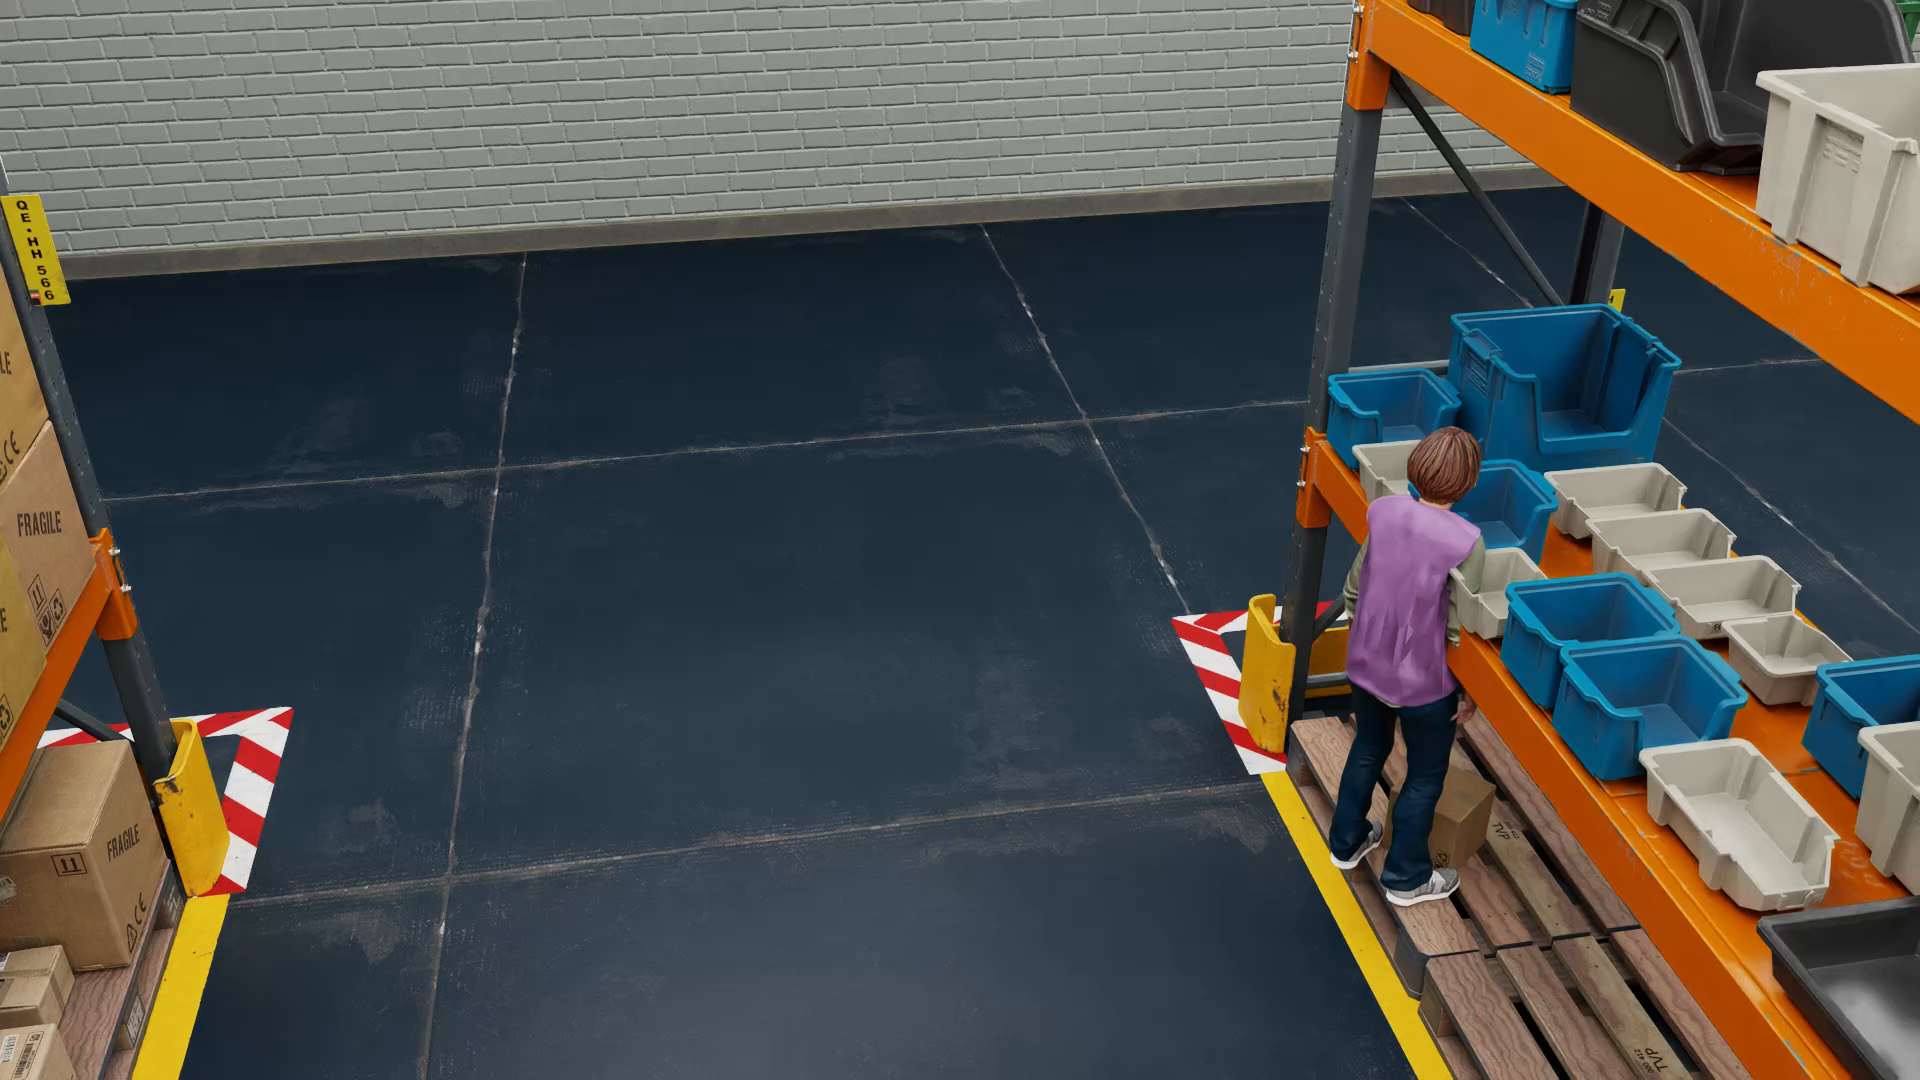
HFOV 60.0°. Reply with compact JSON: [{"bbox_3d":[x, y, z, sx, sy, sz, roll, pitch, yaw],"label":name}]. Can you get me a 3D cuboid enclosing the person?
[{"bbox_3d":[1.364,0.402,5.072,0.341,1.594,0.486,-24,38,-34],"label":"person"}]
